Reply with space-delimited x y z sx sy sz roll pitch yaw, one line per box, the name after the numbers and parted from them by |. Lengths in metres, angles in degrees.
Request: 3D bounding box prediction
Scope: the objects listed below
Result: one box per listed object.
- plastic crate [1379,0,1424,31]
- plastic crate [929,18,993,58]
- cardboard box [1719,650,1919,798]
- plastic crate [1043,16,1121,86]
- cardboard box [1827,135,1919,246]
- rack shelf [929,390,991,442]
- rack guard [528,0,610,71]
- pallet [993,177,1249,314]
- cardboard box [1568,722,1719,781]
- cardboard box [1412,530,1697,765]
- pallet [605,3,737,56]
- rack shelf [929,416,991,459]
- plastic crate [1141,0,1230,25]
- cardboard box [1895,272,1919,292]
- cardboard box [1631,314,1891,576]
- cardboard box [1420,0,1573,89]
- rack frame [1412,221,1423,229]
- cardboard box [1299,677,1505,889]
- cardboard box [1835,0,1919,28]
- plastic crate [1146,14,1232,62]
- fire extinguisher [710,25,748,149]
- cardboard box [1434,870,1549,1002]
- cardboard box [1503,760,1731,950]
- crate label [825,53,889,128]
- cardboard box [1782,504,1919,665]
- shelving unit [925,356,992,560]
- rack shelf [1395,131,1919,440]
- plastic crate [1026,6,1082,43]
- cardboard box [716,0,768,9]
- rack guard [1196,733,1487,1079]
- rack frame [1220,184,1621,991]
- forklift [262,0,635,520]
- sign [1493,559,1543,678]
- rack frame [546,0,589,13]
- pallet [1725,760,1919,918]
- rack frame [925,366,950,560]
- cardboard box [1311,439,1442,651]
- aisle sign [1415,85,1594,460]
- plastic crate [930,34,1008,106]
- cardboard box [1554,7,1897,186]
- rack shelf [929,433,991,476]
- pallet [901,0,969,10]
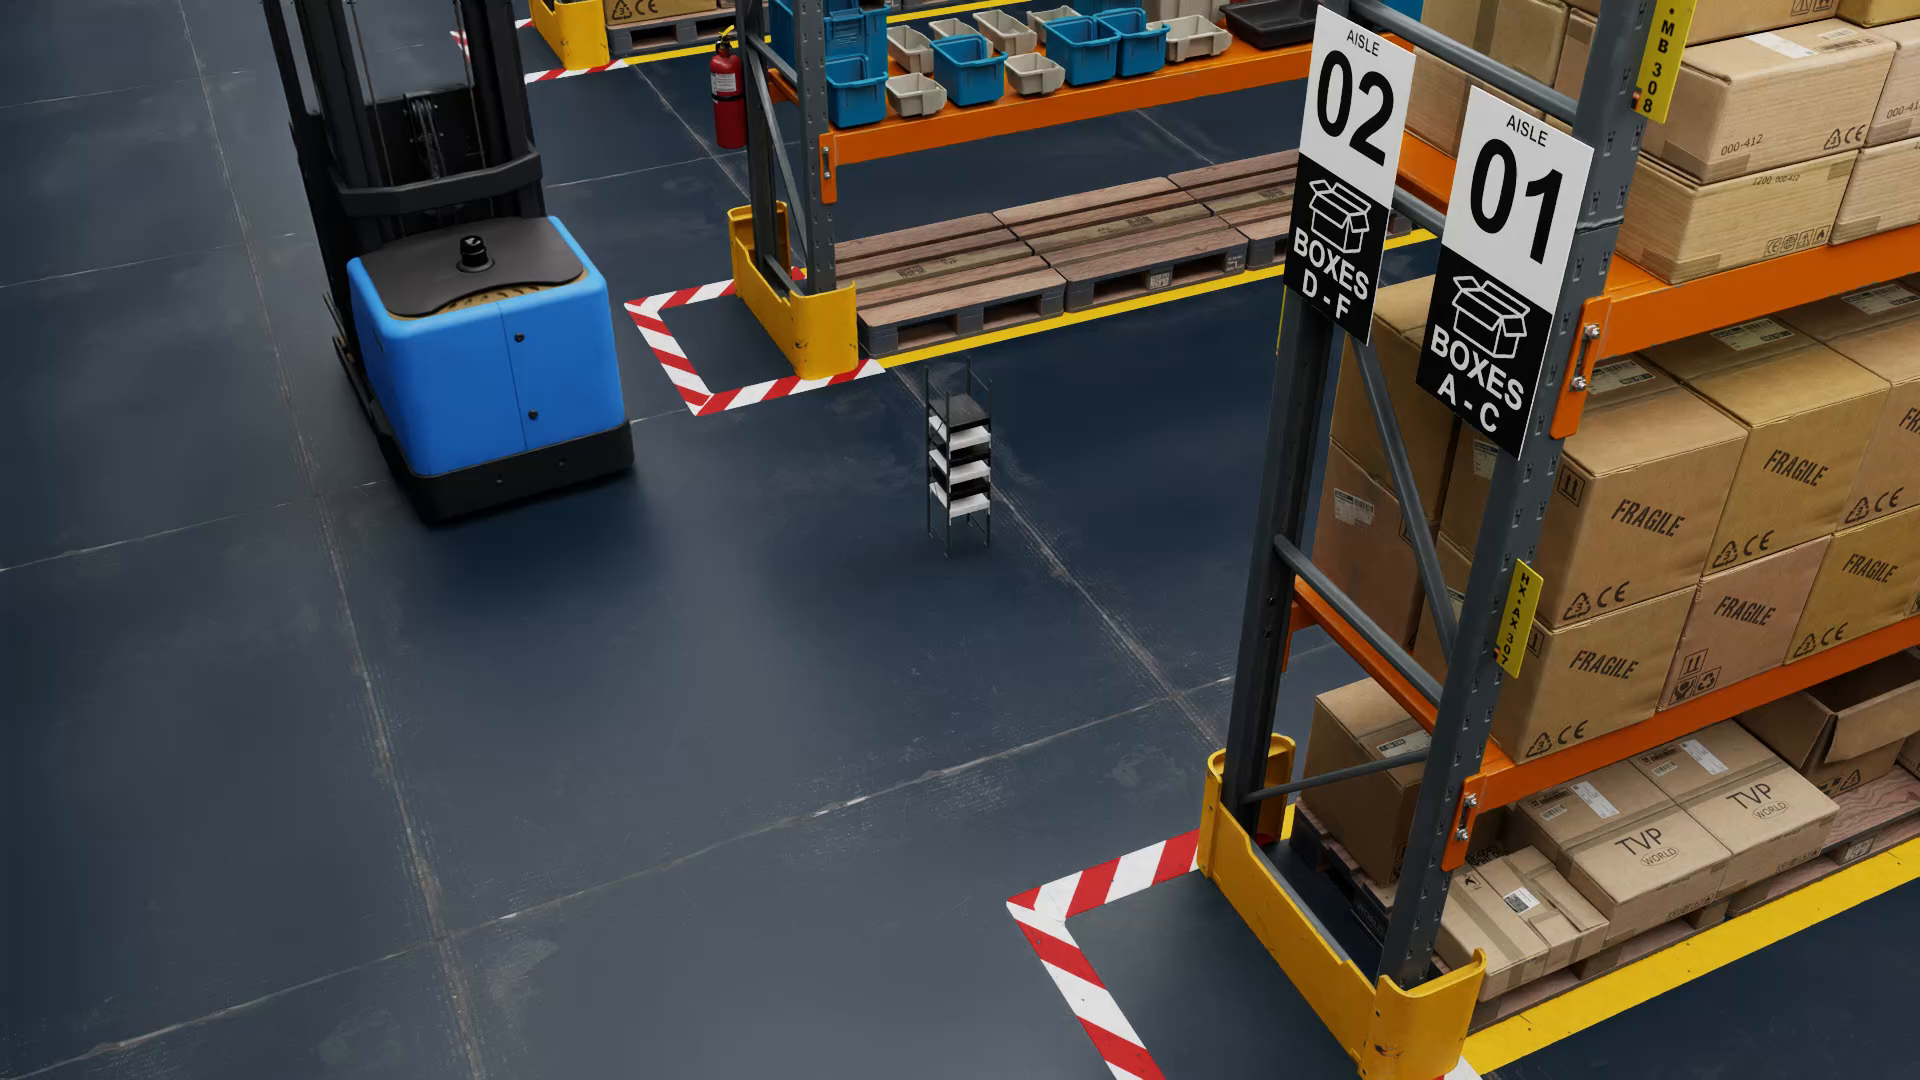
2.428 -3.144 9.434 0.575 0.384 0.392 -16 39 -20 | plastic crate
0.014 -2.704 9.048 0.243 0.136 0.396 -16 39 -20 | plastic crate
3.108 0.548 6.219 0.637 0.503 0.797 -16 39 -20 | cardboard box
0.640 -2.591 8.815 0.300 0.233 0.416 -16 39 -20 | plastic crate
2.217 -1.001 4.189 0.500 0.250 0.500 -16 39 -20 | cardboard box
-0.007 -0.549 7.338 0.200 0.077 0.258 -16 39 -20 | rack shelf
-3.041 -4.077 12.827 0.348 0.500 1.175 -16 39 -20 | rack guard
0.951 -1.790 9.986 1.213 0.211 1.003 -16 39 -20 | pallet
2.446 0.689 6.242 0.500 0.250 0.500 -16 39 -20 | cardboard box
1.700 0.246 4.816 0.500 0.500 0.500 -15 39 -19 | cardboard box
-2.329 -4.211 13.251 1.213 0.211 1.003 -16 39 -20 | pallet
-0.007 -0.477 7.392 0.200 0.077 0.258 -16 39 -20 | rack shelf
1.245 -3.118 9.485 0.530 0.282 0.437 -16 39 -20 | plastic crate
3.084 -0.545 5.044 0.500 0.500 0.500 -16 39 -20 | cardboard box
2.170 -0.292 4.702 0.500 0.500 0.500 -15 39 -19 | cardboard box
1.543 -1.356 4.249 0.500 0.250 0.500 -16 39 -20 | cardboard box
2.706 -3.428 9.854 0.127 3.000 1.000 -16 39 -20 | rack frame
1.574 0.813 5.865 0.500 0.500 0.500 -16 39 -20 | cardboard box
2.133 -1.610 3.962 0.500 0.500 0.700 -16 39 -20 | cardboard box
1.257 -2.744 9.102 0.466 0.136 0.293 -16 39 -20 | plastic crate
-1.245 -2.442 8.902 0.183 0.674 0.296 -16 39 -20 | fire extinguisher
1.711 1.304 5.498 0.250 0.149 0.380 -16 39 -20 | cardboard box
2.251 1.073 5.724 0.500 0.250 0.500 -16 39 -20 | cardboard box
-0.552 -2.258 8.366 0.303 0.233 0.416 -16 39 -20 | crate label
2.620 -0.013 5.165 0.500 0.500 0.500 -16 39 -20 | cardboard box
-0.007 -0.359 7.479 0.210 0.900 0.258 -16 39 -20 | shelving unit
2.996 -1.166 4.890 4.000 0.370 1.077 -16 39 -20 | rack shelf
0.516 -2.872 9.276 0.250 0.136 0.298 -16 39 -20 | plastic crate
-1.651 -4.838 13.185 0.875 0.875 0.875 -16 39 -20 | cardboard box
1.255 1.241 5.657 0.348 0.500 1.175 -16 39 -20 | rack guard
1.186 0.256 4.886 0.127 3.000 1.000 -16 39 -20 | rack frame
-2.736 -2.134 8.167 1.130 2.935 3.031 -18 40 -22 | forklift
1.417 0.201 4.234 0.005 0.325 0.100 -16 39 -20 | sign
-3.020 -5.087 12.090 0.127 3.000 1.000 -16 39 -20 | rack frame
3.079 0.848 6.429 1.213 0.211 1.003 -16 39 -20 | pallet
-0.099 -0.334 7.444 0.006 0.900 0.240 -16 39 -20 | rack frame
1.476 -0.044 5.207 0.500 0.500 0.500 -14 39 -19 | cardboard box
1.249 -0.612 3.875 0.004 0.787 0.394 -16 39 -20 | aisle sign
0.044 -2.424 8.591 0.300 0.233 0.416 -16 39 -20 | plastic crate
1.762 -1.079 3.875 0.500 0.250 0.500 -16 39 -20 | cardboard box
-0.007 -0.405 7.445 0.200 0.077 0.258 -16 39 -20 | rack shelf
-0.120 -4.829 14.084 1.213 0.211 1.003 -16 39 -20 | pallet
